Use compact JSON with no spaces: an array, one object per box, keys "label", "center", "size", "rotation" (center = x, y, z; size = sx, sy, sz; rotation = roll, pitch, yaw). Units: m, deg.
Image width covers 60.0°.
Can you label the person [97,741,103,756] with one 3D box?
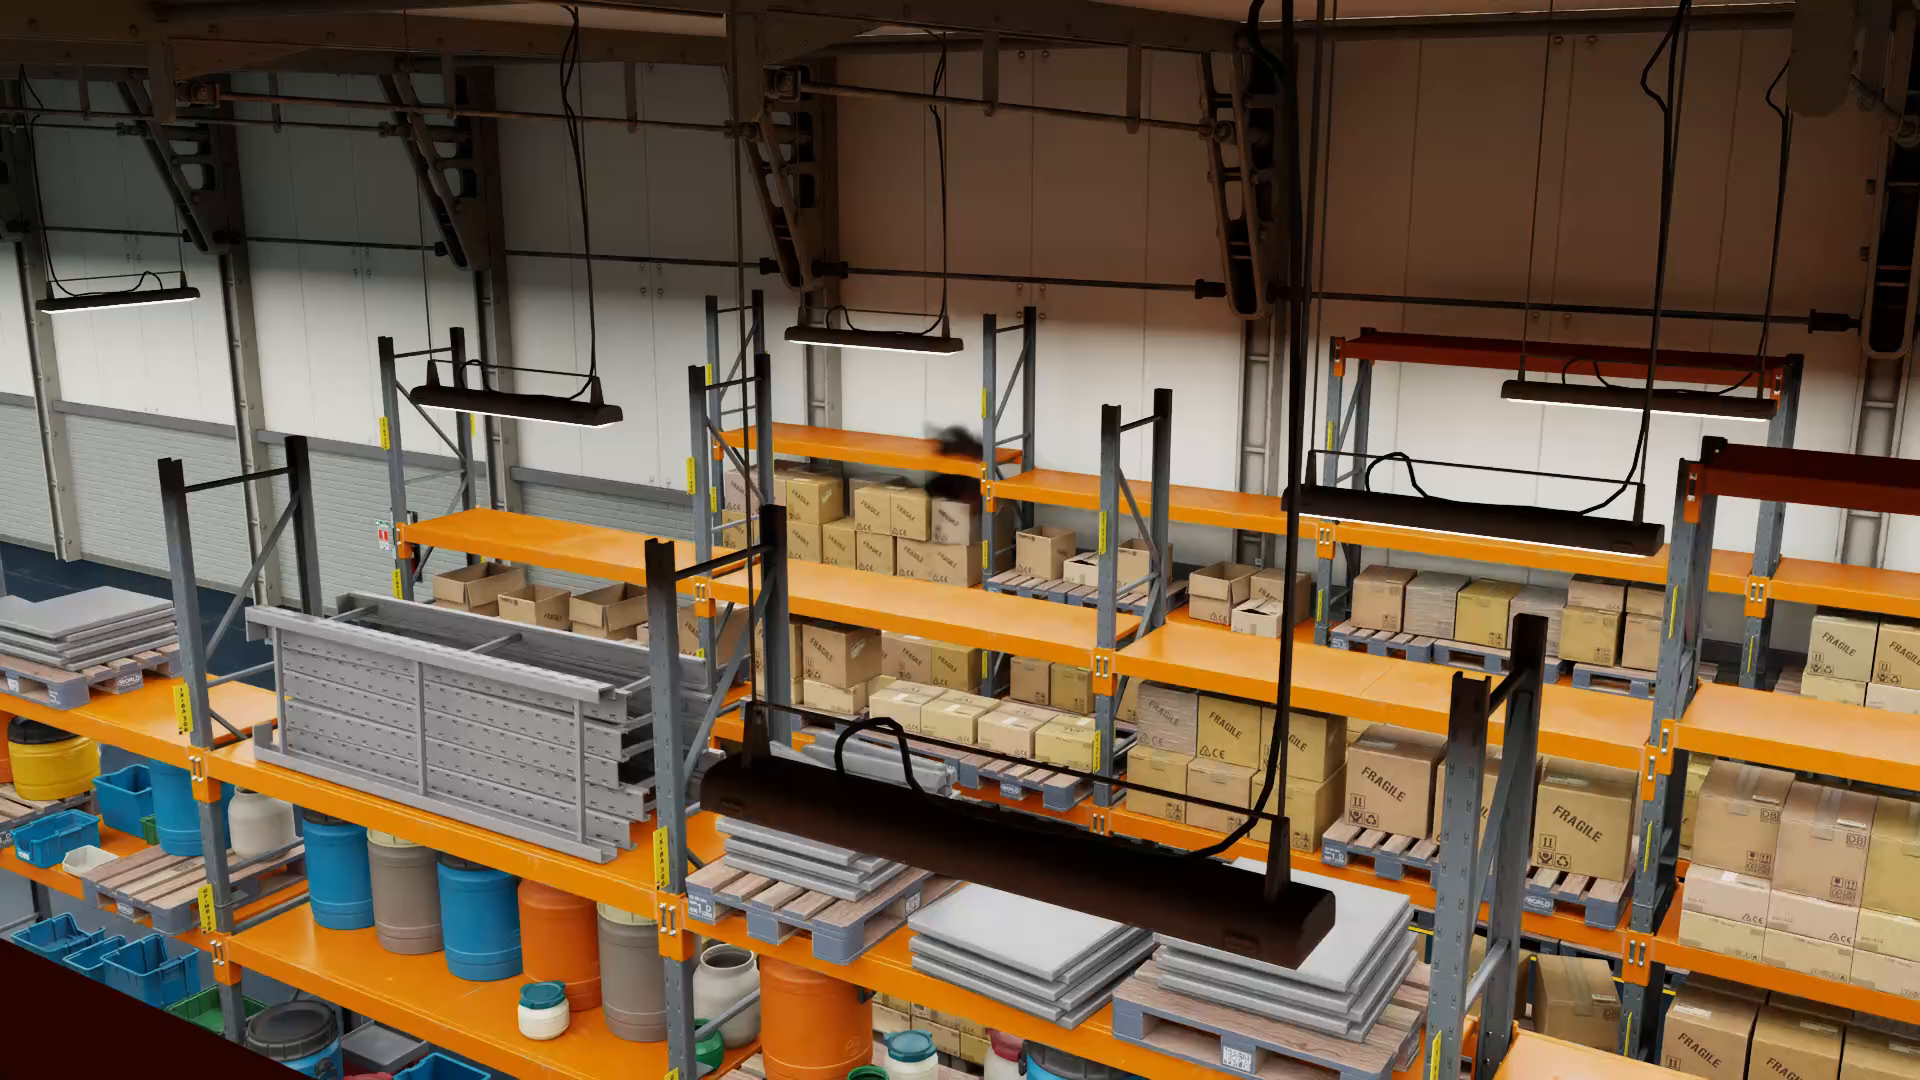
[{"label":"person","center":[-10.237,2.527,19.478],"size":[1.092,1.768,0.632],"rotation":[-11,17,-37]}]
